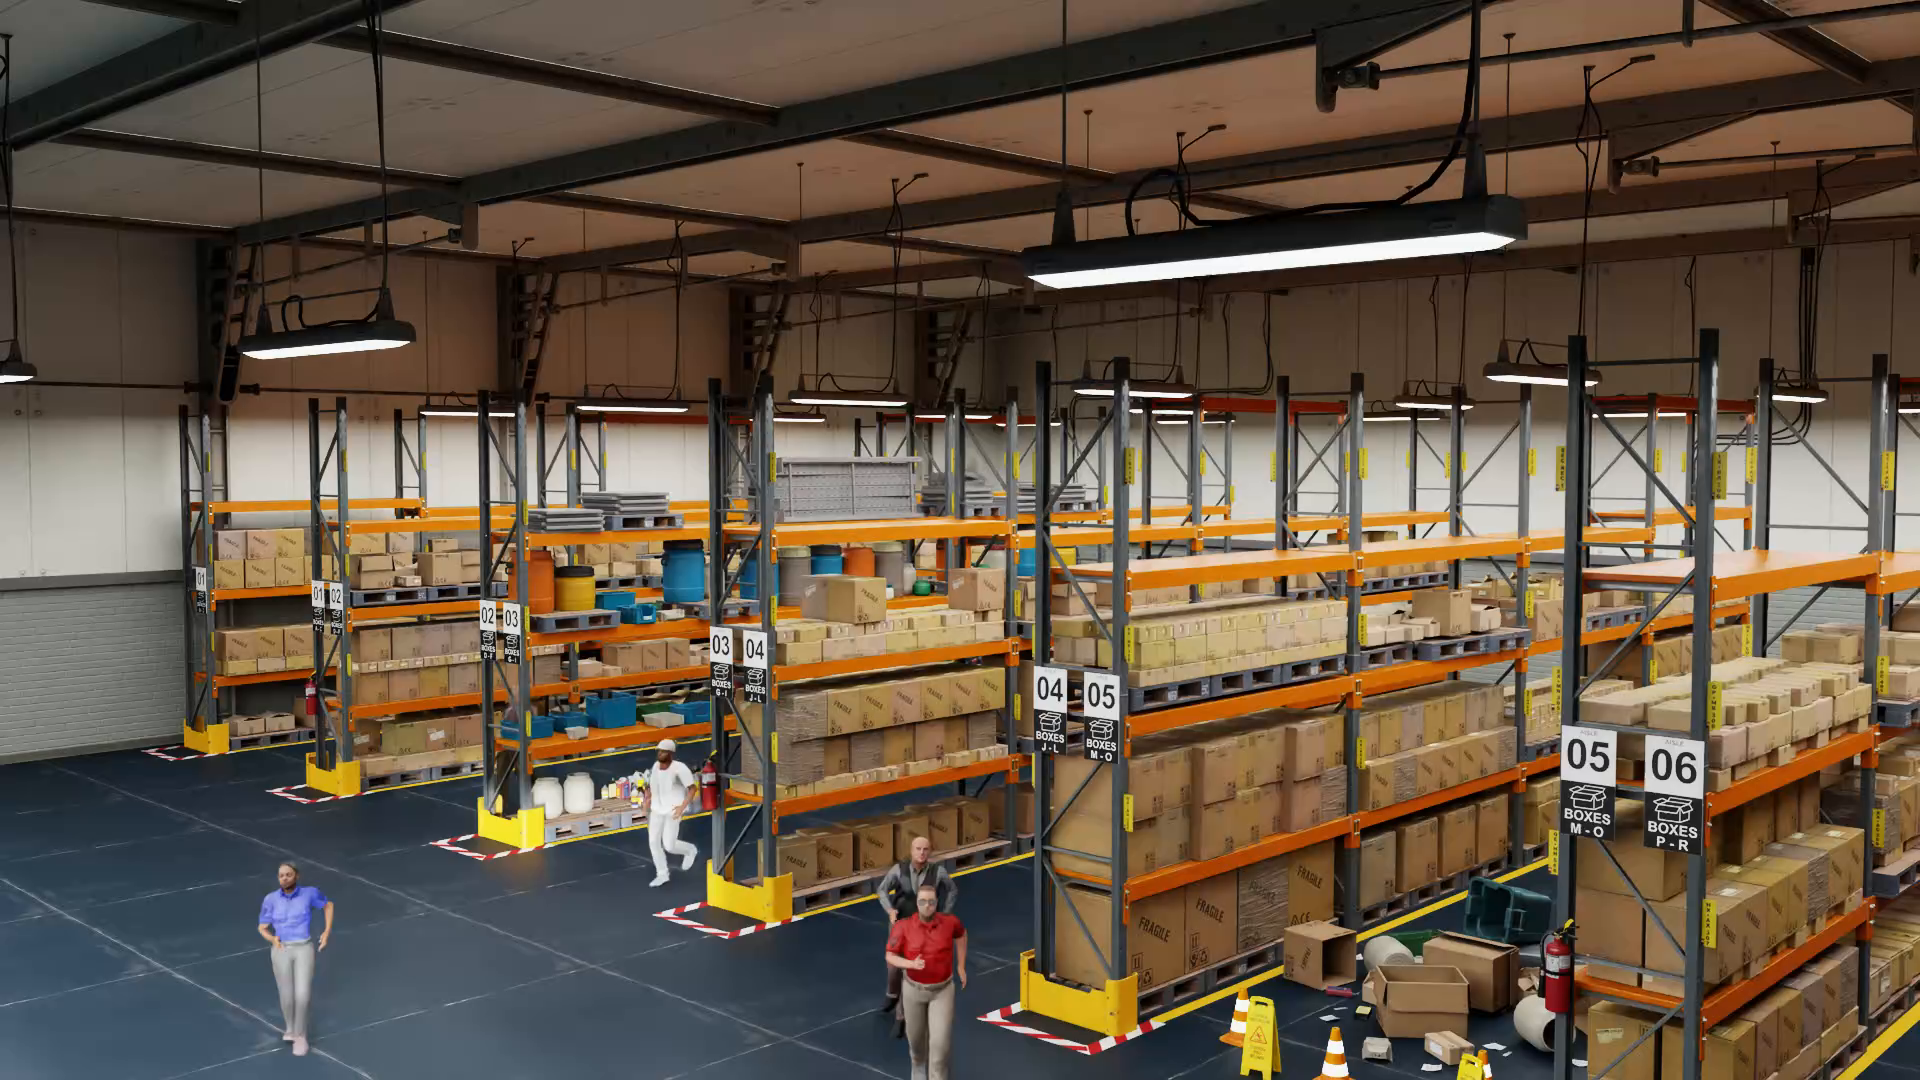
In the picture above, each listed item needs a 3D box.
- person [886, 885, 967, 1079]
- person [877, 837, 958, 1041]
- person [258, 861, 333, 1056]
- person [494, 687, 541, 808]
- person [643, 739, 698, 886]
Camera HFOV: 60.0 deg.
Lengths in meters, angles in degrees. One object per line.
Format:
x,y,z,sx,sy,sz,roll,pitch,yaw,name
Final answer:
-0.262,3.594,13.155,0.641,1.772,0.907,0,3,0,person
-0.413,3.533,14.936,0.731,1.745,0.786,0,3,9,person
-5.747,3.603,14.372,0.582,1.663,0.701,-1,3,-13,person
-6.404,3.005,24.029,0.722,1.768,0.994,3,4,43,person
-3.480,3.249,20.030,0.728,1.737,0.722,2,3,29,person
